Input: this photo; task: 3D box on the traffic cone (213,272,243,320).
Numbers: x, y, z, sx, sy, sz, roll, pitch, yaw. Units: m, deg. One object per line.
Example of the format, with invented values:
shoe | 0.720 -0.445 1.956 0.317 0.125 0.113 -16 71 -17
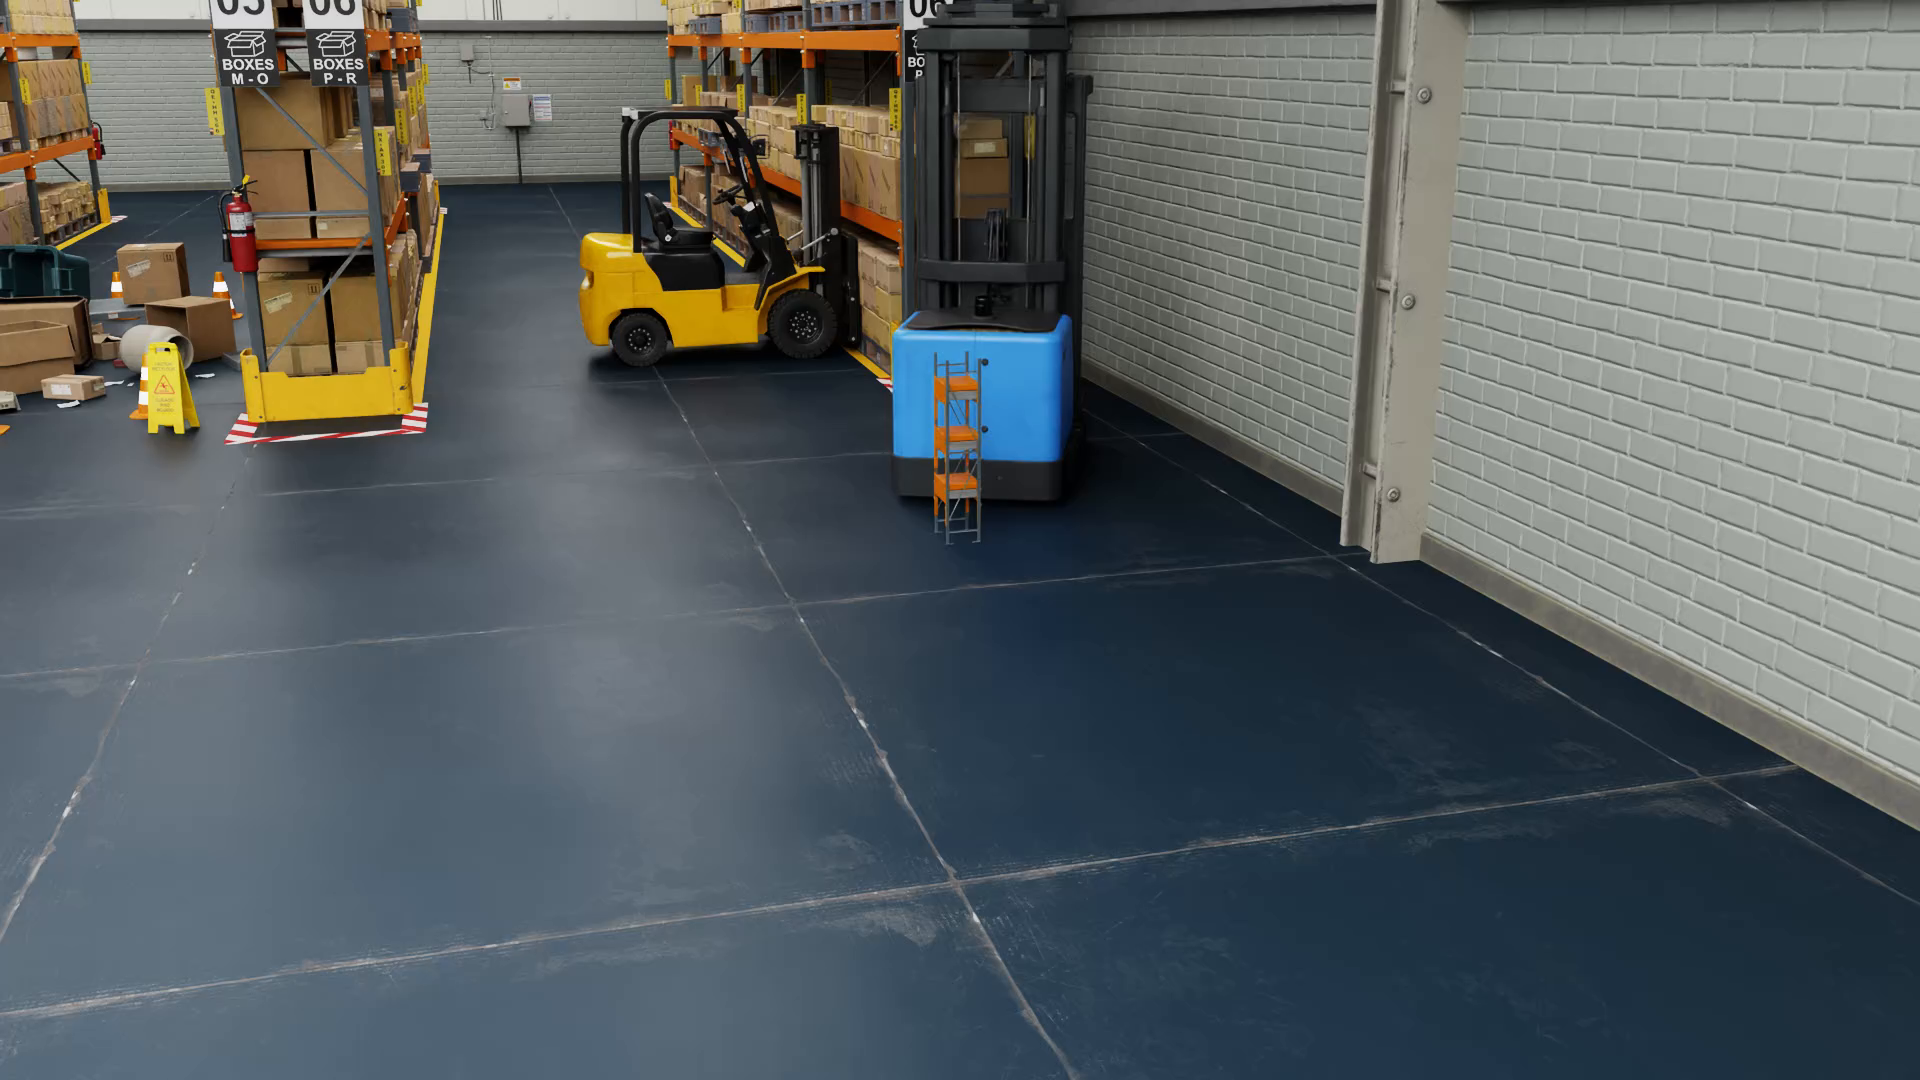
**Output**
traffic cone | -7.538 -2.501 16.973 0.336 0.463 0.334 -5 17 -15

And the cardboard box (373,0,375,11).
cardboard box | -4.929 -4.326 13.168 0.500 0.250 0.500 -4 17 -14

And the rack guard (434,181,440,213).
rack guard | -9.156 -5.612 27.267 1.175 0.500 0.348 -5 17 -15

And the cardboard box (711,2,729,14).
cardboard box | -3.131 -7.118 22.253 0.380 0.149 0.250 -4 17 -14

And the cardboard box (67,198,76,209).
cardboard box | -13.109 -4.880 24.193 0.380 0.149 0.250 -4 17 -12

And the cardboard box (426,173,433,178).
cardboard box | -8.872 -5.602 26.612 0.875 0.438 0.875 -5 18 -17

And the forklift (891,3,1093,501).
forklift | 0.294 -2.016 11.067 1.130 2.935 3.031 2 17 8

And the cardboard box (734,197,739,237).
cardboard box | -2.776 -4.371 22.405 0.500 0.500 0.500 -4 17 -13

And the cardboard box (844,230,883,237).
cardboard box | -0.970 -2.803 15.880 0.500 0.250 0.500 -4 17 -13

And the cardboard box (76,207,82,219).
cardboard box | -13.167 -4.814 24.491 0.380 0.149 0.250 -6 18 -18

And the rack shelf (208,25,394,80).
rack shelf | -5.302 -4.022 13.665 1.077 0.370 4.000 -5 17 -15

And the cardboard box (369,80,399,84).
cardboard box | -6.230 -4.862 17.875 0.380 0.149 0.250 -6 18 -18

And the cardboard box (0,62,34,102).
cardboard box | -12.671 -6.090 22.085 0.500 0.500 0.500 -4 17 -14

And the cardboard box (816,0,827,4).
cardboard box | -1.085 -5.271 15.821 0.500 0.311 0.500 -4 17 -14

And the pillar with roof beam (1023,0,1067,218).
pillar with roof beam | -3.444 -5.567 12.344 9.100 9.000 0.400 -5 17 -15

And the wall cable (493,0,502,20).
wall cable | -7.570 -11.514 32.075 2.988 3.039 0.133 -5 17 -15

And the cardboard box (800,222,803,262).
cardboard box | -1.234 -3.084 17.904 0.875 0.625 0.625 -4 17 -13

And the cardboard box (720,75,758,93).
cardboard box | -3.432 -6.953 25.824 0.500 0.500 0.500 -5 17 -17

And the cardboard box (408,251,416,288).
cardboard box | -6.199 -2.770 17.296 0.950 0.372 0.625 -4 17 -12

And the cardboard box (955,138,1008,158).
cardboard box | 0.176 -3.243 13.735 0.380 0.149 0.250 -5 17 -17

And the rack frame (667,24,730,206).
rack frame | -4.378 -7.196 28.195 1.000 3.000 0.127 -5 17 -15

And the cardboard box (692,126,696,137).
cardboard box | -3.939 -6.321 25.719 0.380 0.149 0.250 -5 17 -16

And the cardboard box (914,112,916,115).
cardboard box | -0.265 -3.811 15.108 0.380 0.149 0.250 -5 17 -15

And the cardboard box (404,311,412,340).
cardboard box | -5.003 -1.798 14.274 0.500 0.250 0.500 -4 17 -12

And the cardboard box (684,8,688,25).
cardboard box | -3.934 -7.996 25.388 0.500 0.250 0.500 -4 17 -14

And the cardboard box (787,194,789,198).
cardboard box | -2.070 -4.543 21.848 0.380 0.149 0.250 -4 17 -14

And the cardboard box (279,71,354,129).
cardboard box | -5.939 -4.014 15.172 0.700 0.500 0.500 -5 17 -16

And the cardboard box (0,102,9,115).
cardboard box | -12.483 -5.547 21.378 0.380 0.149 0.250 -4 17 -13

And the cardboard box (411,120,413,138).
cardboard box | -6.852 -4.917 20.000 0.500 0.250 0.500 -5 17 -16

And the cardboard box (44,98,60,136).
cardboard box | -12.922 -5.903 23.198 0.500 0.500 0.500 -5 17 -16

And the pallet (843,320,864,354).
pallet | -0.563 -1.980 15.677 1.003 0.211 1.213 -5 17 -15

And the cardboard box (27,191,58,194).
cardboard box | -13.052 -4.872 23.650 0.380 0.149 0.250 -5 18 -18

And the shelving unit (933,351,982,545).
shelving unit | -0.015 -0.518 9.350 0.215 1.050 0.252 -5 17 -15

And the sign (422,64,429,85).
sign | -8.624 -7.510 26.815 0.100 0.325 0.005 -5 17 -15

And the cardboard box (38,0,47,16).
cardboard box | -13.102 -7.457 23.240 0.500 0.250 0.500 -5 18 -18

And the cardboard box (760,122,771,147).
cardboard box | -2.029 -4.724 19.357 0.500 0.250 0.500 -5 17 -17

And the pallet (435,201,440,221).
pallet | -8.854 -5.252 26.571 1.003 0.211 1.213 -5 17 -15

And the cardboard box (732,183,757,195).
cardboard box | -2.896 -4.784 22.651 0.380 0.149 0.250 -6 18 -18

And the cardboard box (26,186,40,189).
cardboard box | -13.778 -5.124 24.487 0.380 0.149 0.250 -6 18 -18

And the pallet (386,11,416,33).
pallet | -6.206 -5.296 16.981 1.213 0.211 1.003 -5 17 -15

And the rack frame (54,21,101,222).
rack frame | -13.881 -6.384 25.489 1.000 3.000 0.127 -5 17 -15

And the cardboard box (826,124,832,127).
cardboard box | -1.077 -3.911 15.957 0.380 0.149 0.250 -4 17 -14

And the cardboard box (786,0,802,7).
cardboard box | -1.513 -5.701 17.254 0.500 0.311 0.500 -5 18 -17

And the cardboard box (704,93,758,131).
cardboard box | -3.218 -6.044 23.456 0.700 0.500 0.500 -5 17 -15

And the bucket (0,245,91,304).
bucket | -8.329 -2.369 15.173 0.726 0.611 0.620 1 7 4

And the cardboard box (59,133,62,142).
cardboard box | -13.250 -5.832 24.090 0.380 0.149 0.250 -5 18 -18

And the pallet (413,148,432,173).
pallet | -6.652 -4.309 18.918 1.213 0.211 1.003 -5 17 -15

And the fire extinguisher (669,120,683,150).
fire extinguisher | -4.862 -6.985 28.274 0.296 0.674 0.183 -5 17 -15

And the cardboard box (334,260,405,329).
cardboard box | -4.863 -2.016 13.697 0.500 0.500 0.500 -5 18 -17

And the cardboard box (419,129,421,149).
cardboard box | -7.684 -5.520 22.877 0.500 0.250 0.500 -5 17 -17

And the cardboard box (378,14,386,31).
cardboard box | -5.471 -4.737 15.229 0.380 0.149 0.250 -5 17 -15

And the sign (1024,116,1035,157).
sign | 0.555 -3.265 13.466 0.100 0.325 0.005 -5 17 -15

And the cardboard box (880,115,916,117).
cardboard box | -0.474 -3.565 14.287 0.380 0.149 0.250 -5 17 -15
